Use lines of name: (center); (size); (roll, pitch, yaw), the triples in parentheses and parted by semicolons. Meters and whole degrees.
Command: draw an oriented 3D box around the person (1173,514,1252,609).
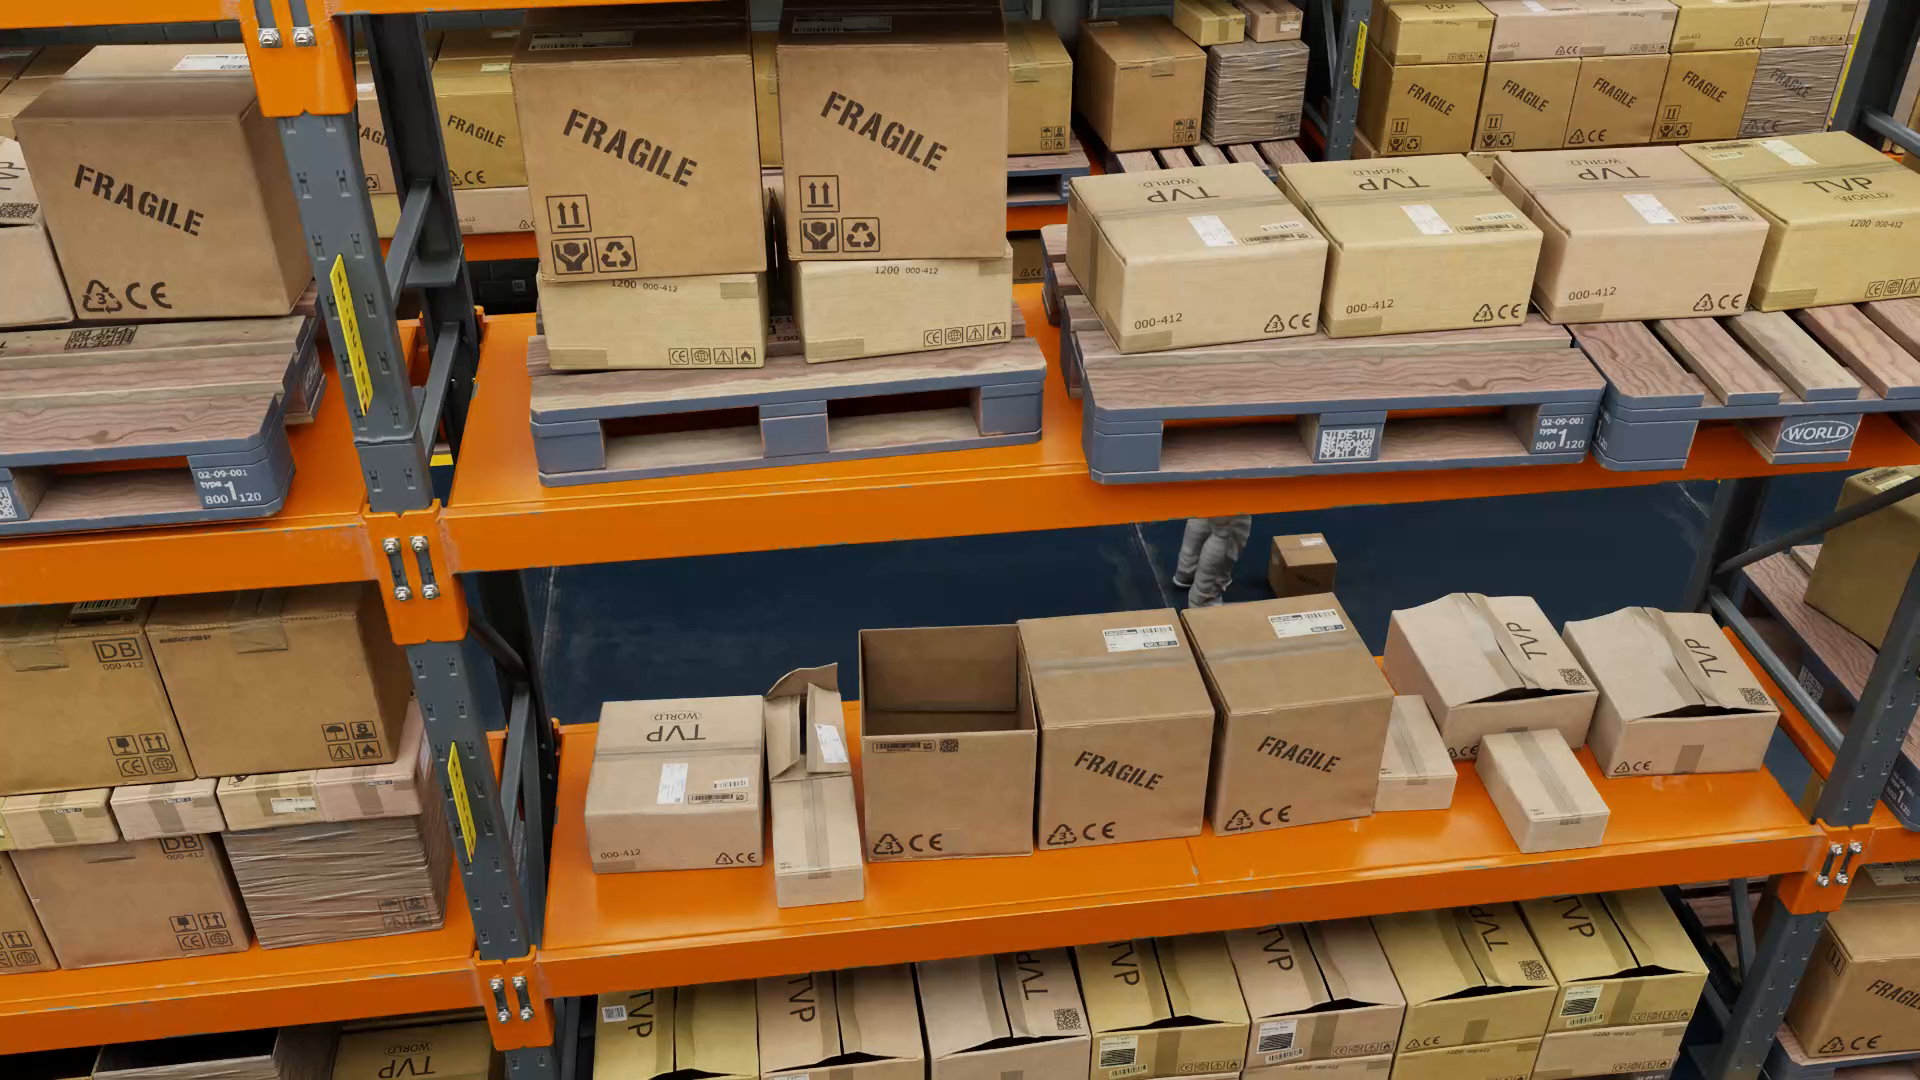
person: (1.215, -0.394, 7.727); (0.395, 1.656, 0.475); (-4, 35, -5)
